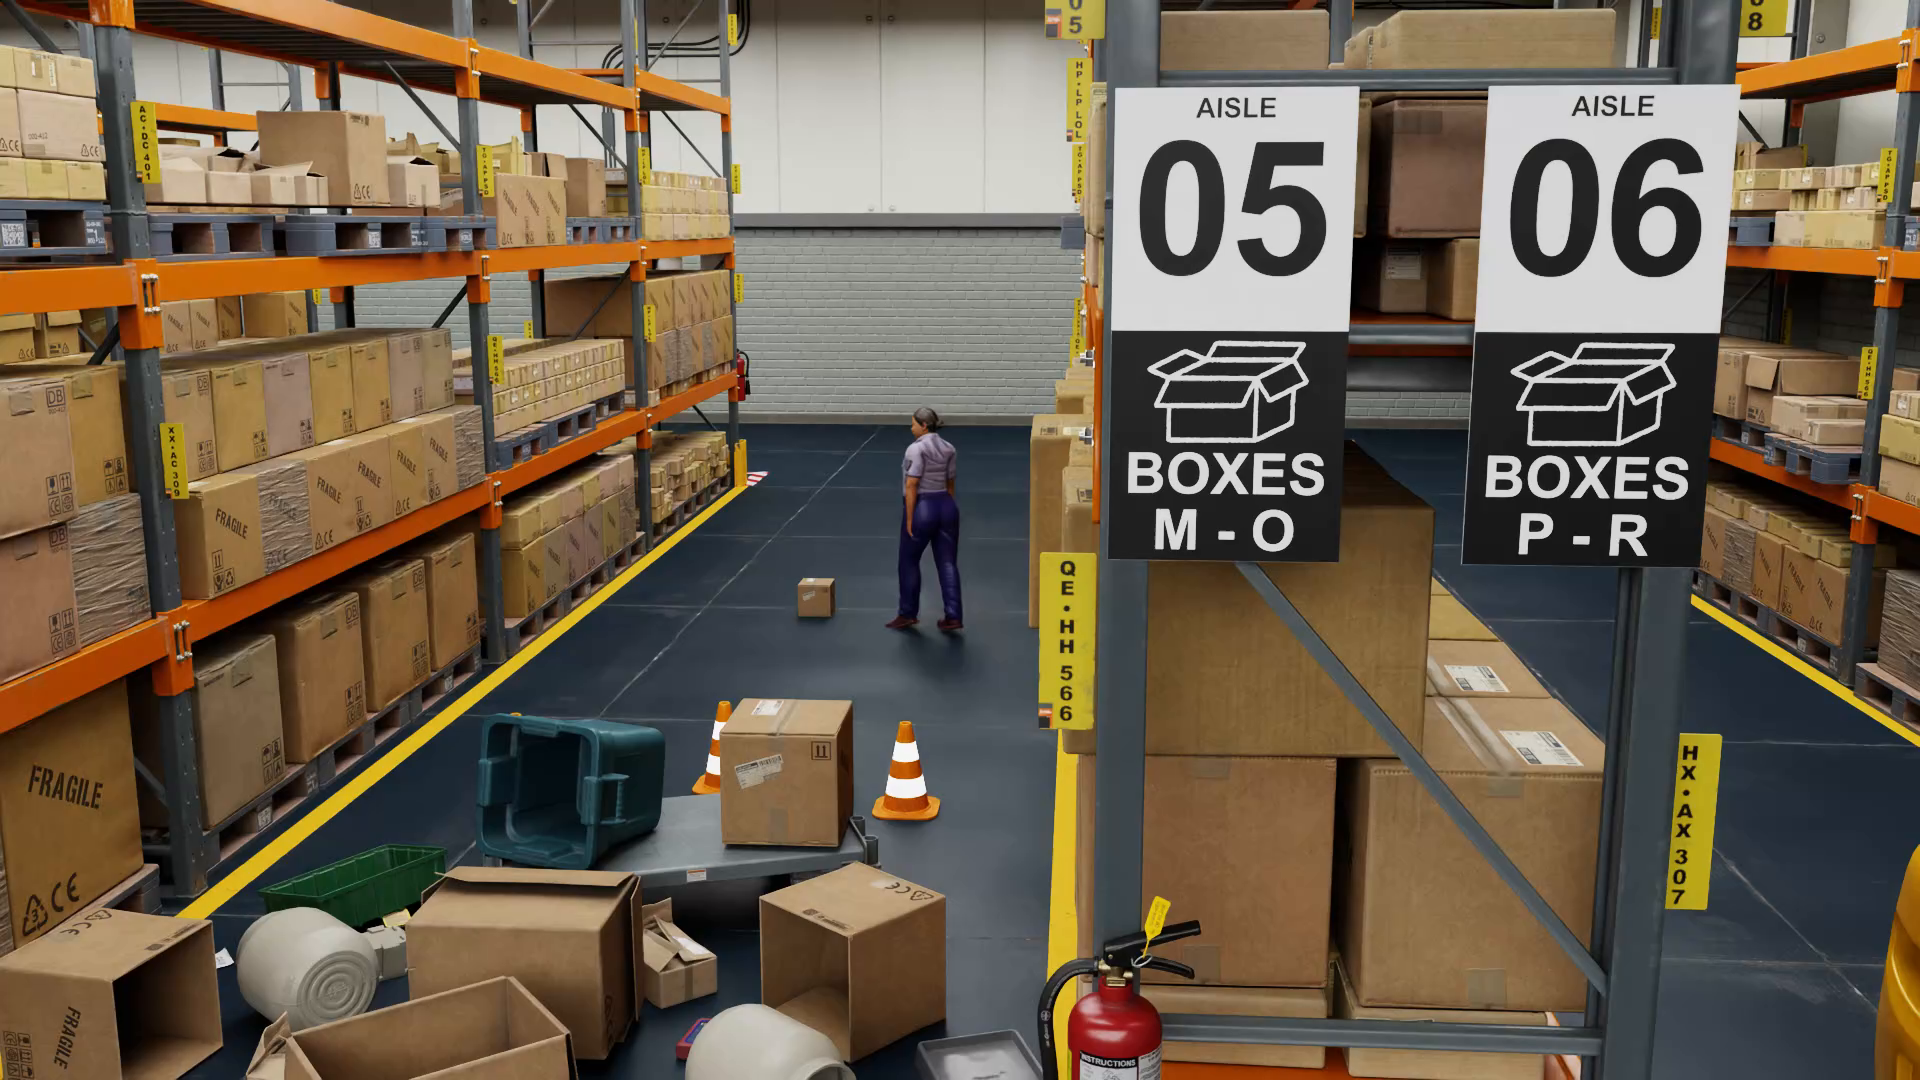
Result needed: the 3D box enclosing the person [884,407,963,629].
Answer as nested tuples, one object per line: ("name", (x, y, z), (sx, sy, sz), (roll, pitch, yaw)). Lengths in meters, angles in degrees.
("person", (-0.210, -0.130, 12.226), (0.494, 1.684, 0.646), (-8, 13, -35))
